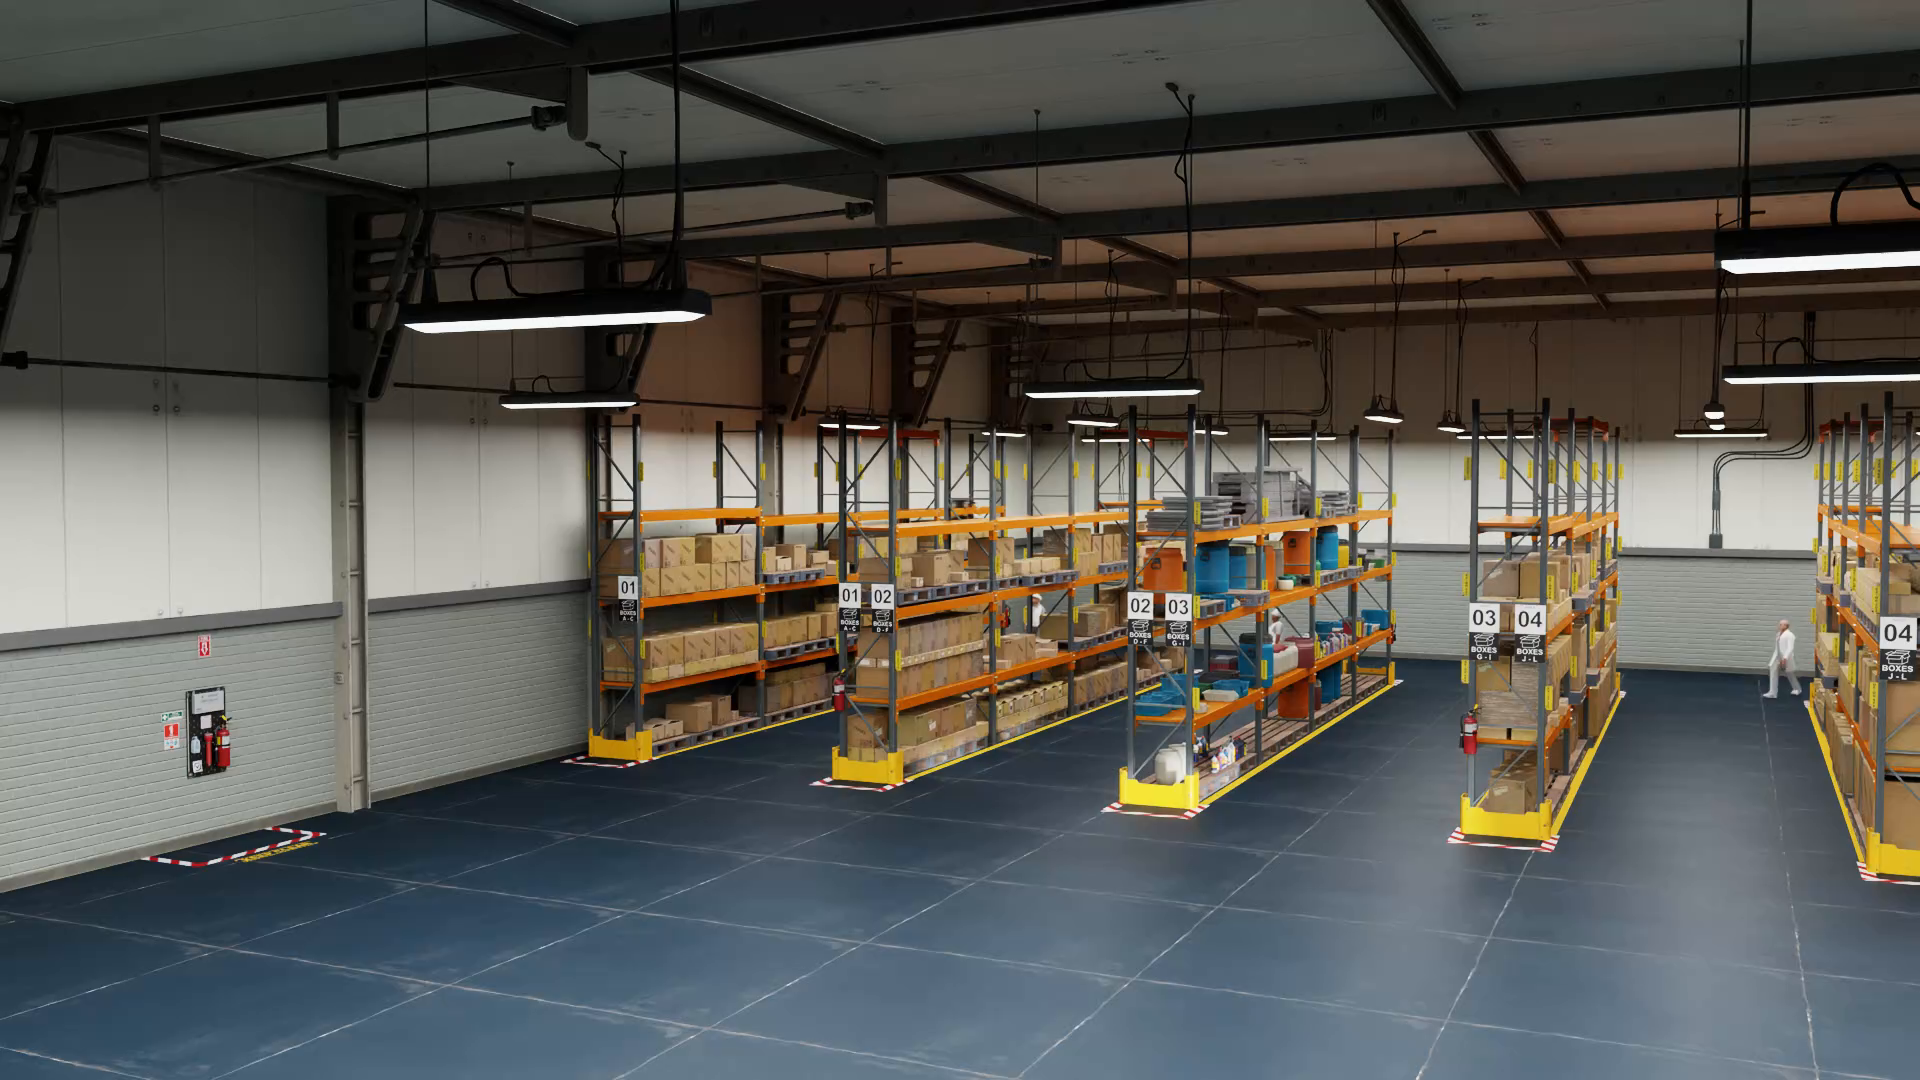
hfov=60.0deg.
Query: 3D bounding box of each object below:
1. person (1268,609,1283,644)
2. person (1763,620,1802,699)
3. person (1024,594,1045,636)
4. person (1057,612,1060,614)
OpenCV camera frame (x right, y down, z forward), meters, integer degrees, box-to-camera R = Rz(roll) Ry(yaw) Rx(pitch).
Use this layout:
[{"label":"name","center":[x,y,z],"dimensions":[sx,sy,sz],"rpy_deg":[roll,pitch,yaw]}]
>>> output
[{"label":"person","center":[7.365,2.516,38.991],"dimensions":[0.421,1.797,0.601],"rpy_deg":[-1,2,-12]},{"label":"person","center":[18.213,2.630,36.740],"dimensions":[1.136,1.732,0.537],"rpy_deg":[-2,3,-36]},{"label":"person","center":[1.986,2.324,44.168],"dimensions":[0.568,1.792,0.433],"rpy_deg":[0,2,2]},{"label":"person","center":[2.225,2.548,39.407],"dimensions":[0.573,1.702,0.485],"rpy_deg":[0,2,-1]}]
